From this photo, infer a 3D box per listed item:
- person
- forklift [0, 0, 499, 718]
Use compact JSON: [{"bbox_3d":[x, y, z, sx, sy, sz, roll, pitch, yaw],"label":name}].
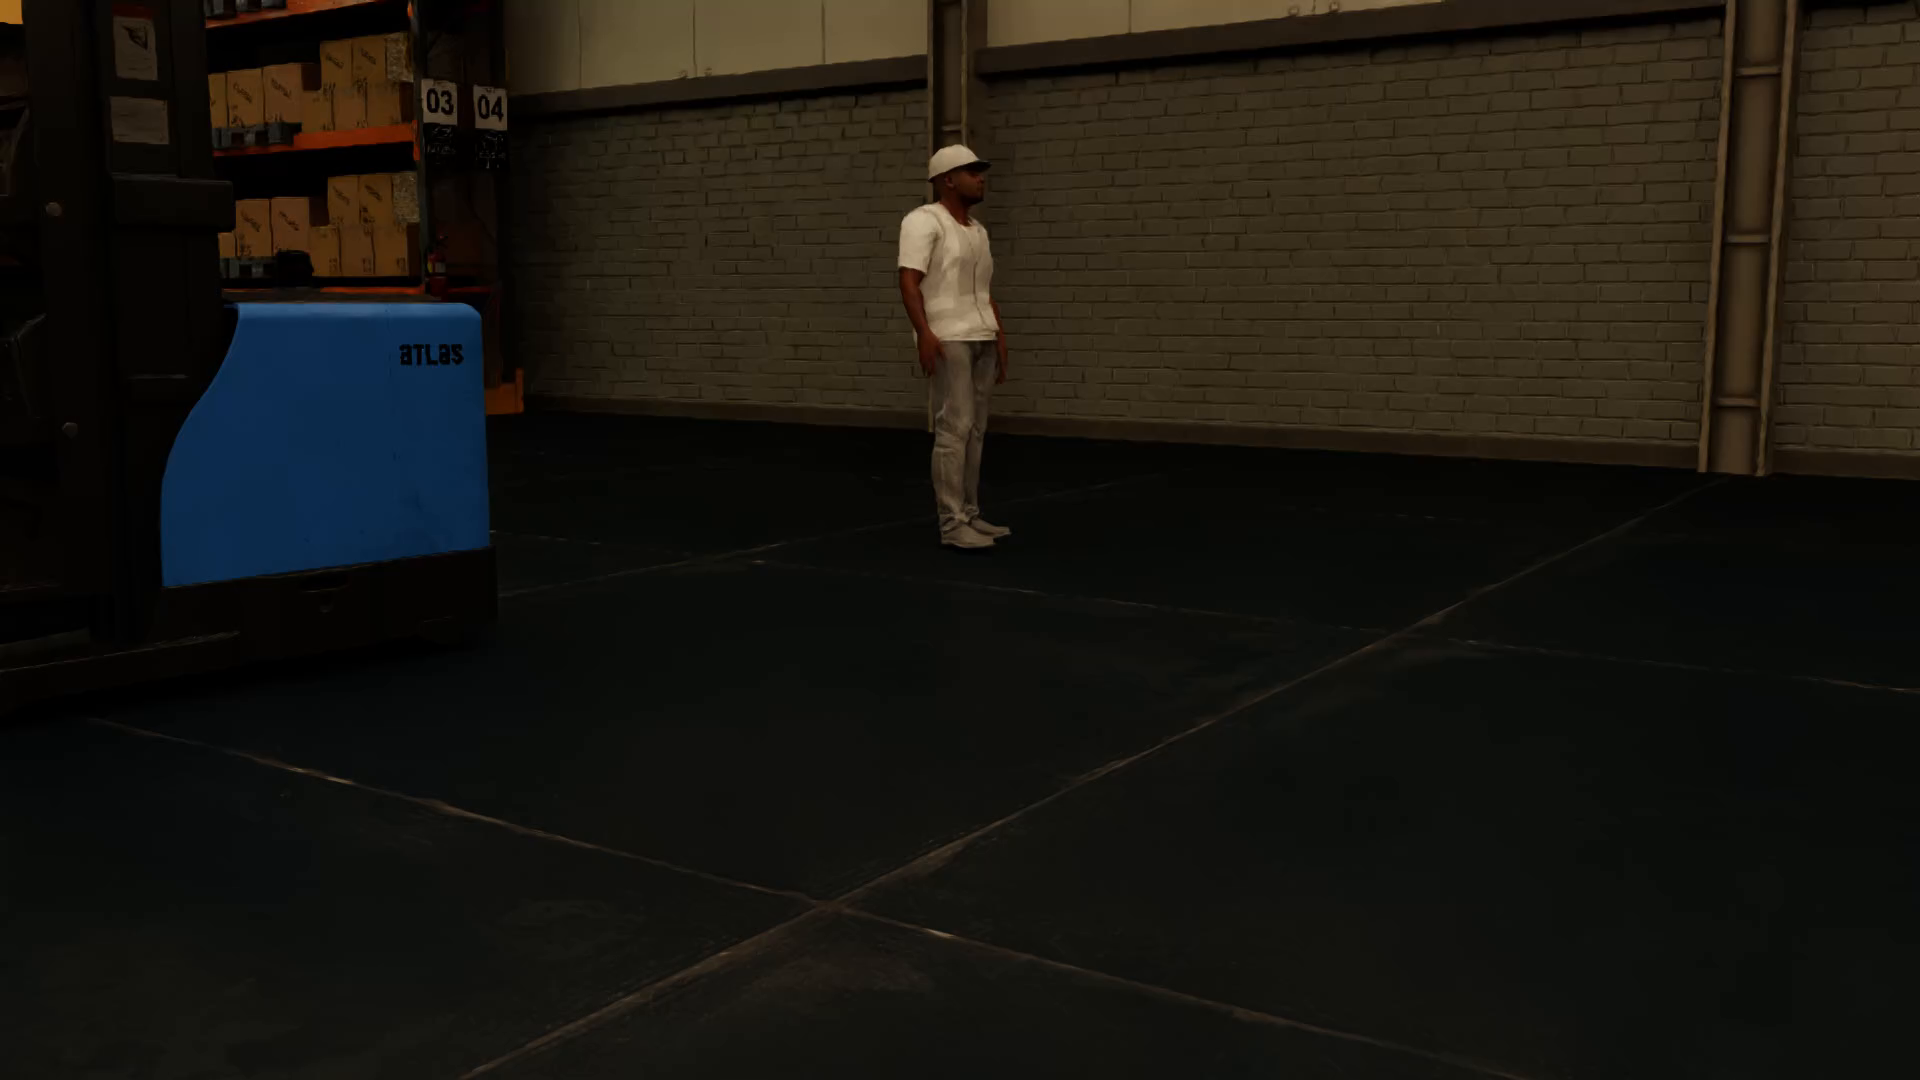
[{"bbox_3d":[0.055,-0.875,7.435,0.576,1.766,0.665,5,10,34],"label":"person"},{"bbox_3d":[-2.833,-1.016,4.339,1.130,2.935,3.031,7,11,42],"label":"forklift"}]
